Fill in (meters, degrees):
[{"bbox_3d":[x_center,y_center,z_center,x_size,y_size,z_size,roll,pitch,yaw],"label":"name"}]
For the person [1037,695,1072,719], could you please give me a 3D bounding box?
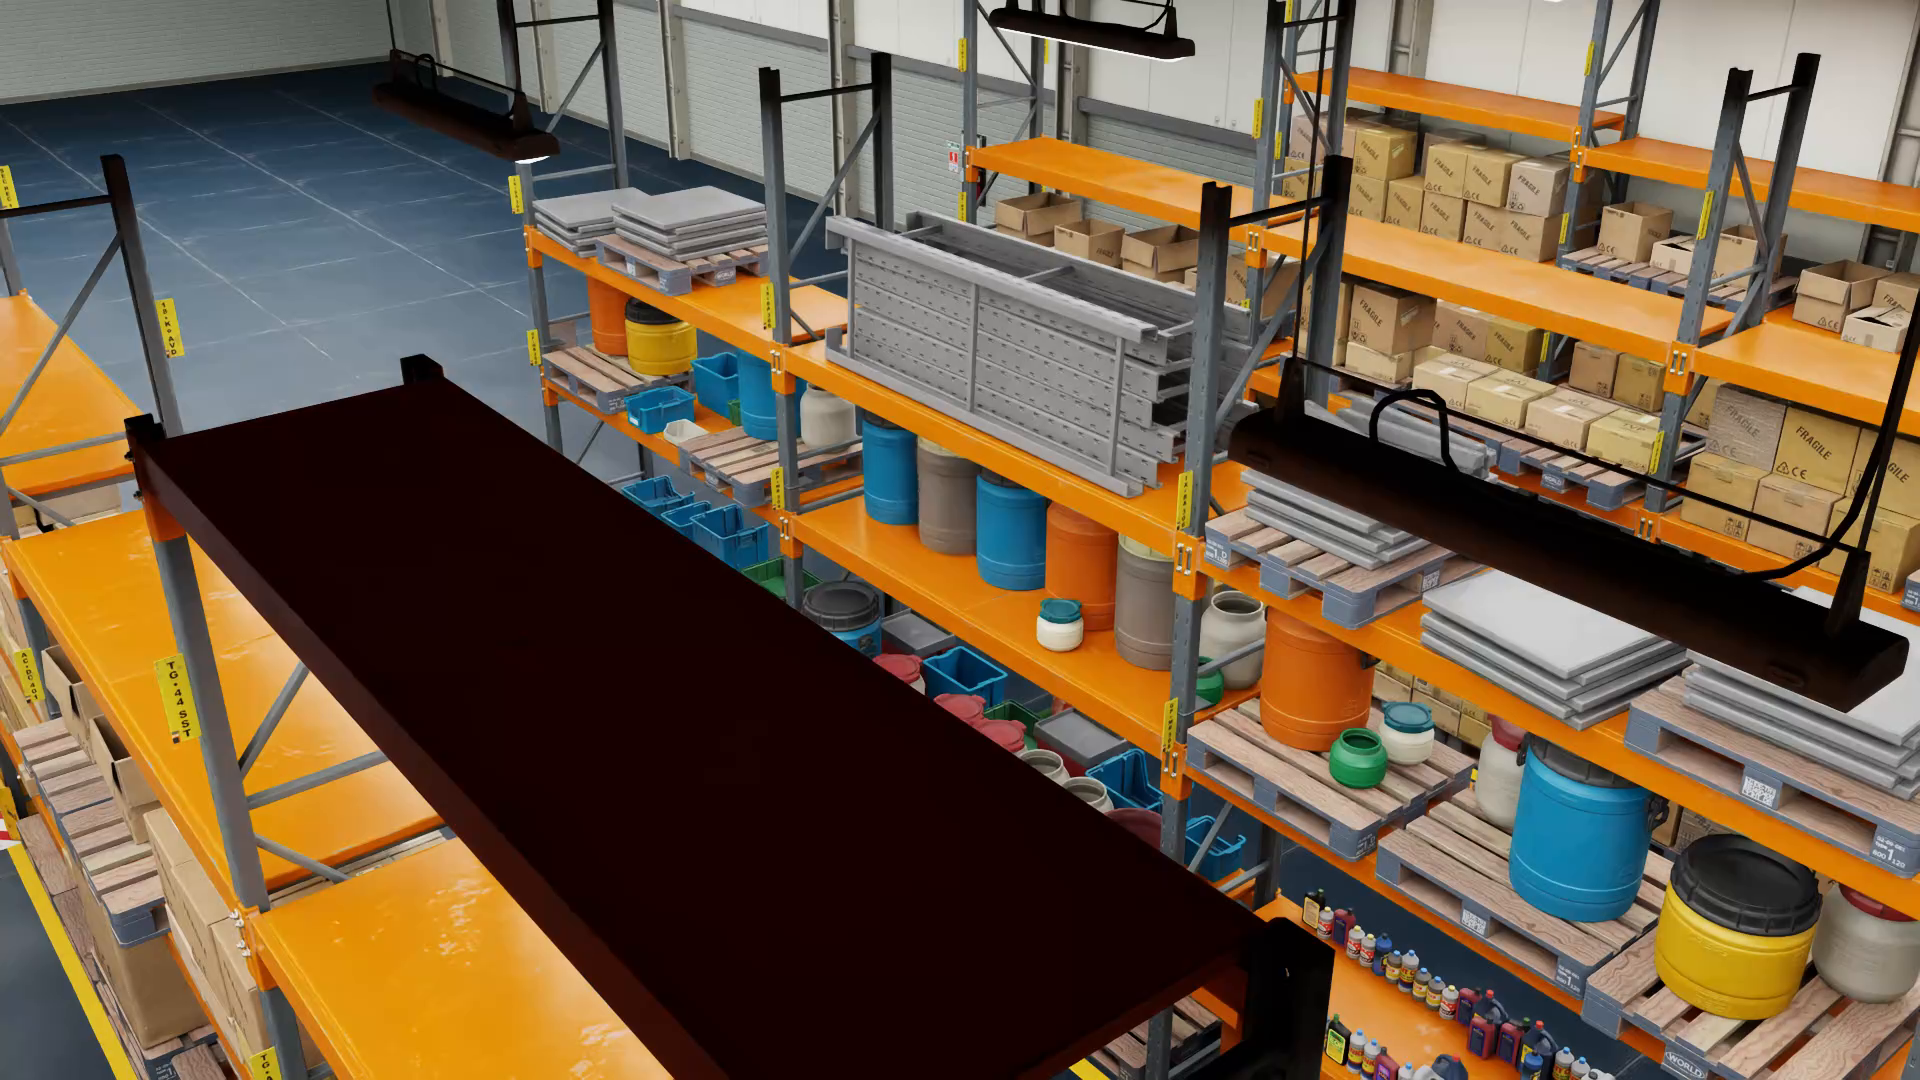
[{"bbox_3d":[0.847,1.296,13.066,0.599,1.638,0.953,-12,28,-23],"label":"person"}]
